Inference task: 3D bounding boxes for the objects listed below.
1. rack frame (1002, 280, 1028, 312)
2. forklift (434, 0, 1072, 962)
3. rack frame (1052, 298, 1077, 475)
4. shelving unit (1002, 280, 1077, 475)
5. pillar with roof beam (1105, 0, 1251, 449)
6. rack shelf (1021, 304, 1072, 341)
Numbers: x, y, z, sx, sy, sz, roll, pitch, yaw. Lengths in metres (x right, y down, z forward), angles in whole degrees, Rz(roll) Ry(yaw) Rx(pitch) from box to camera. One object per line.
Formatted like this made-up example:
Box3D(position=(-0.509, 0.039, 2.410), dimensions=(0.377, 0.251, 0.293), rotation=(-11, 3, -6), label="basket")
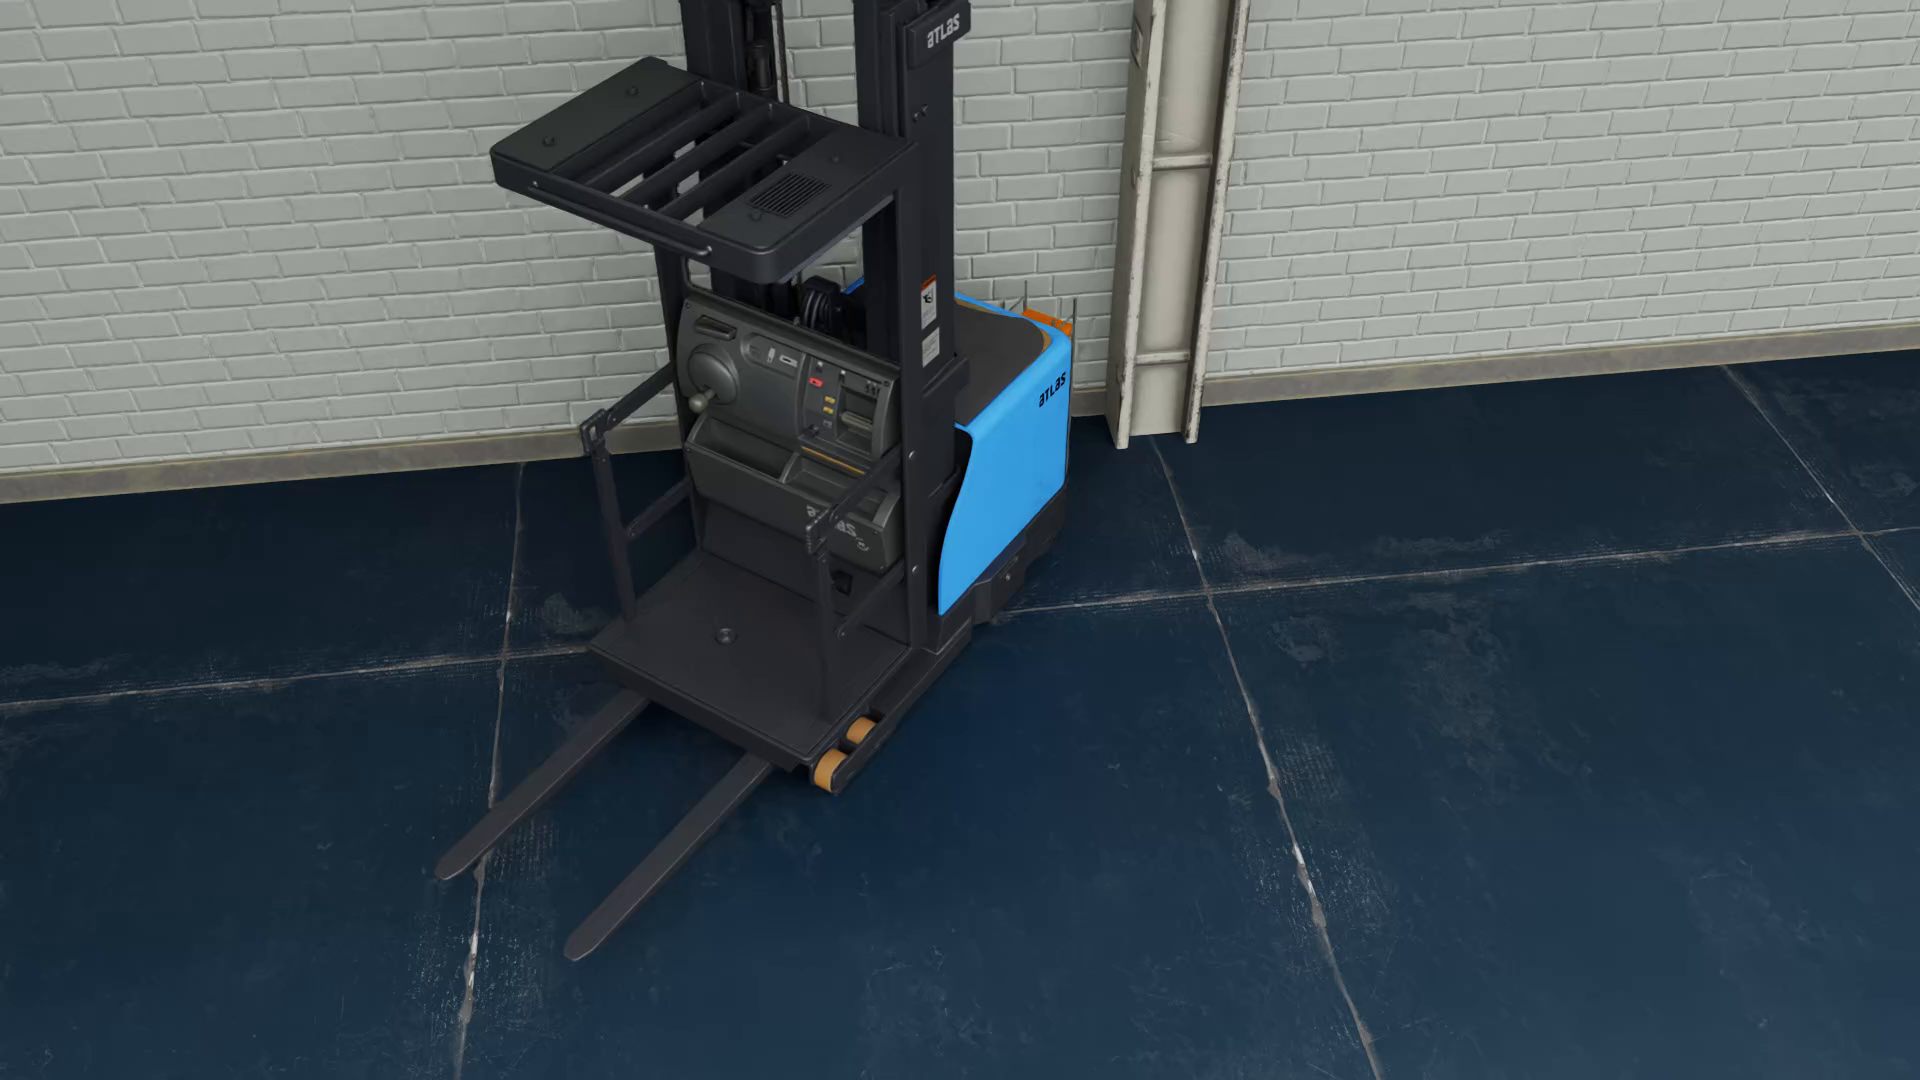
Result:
Box3D(position=(0.234, -0.667, 7.421), dimensions=(0.008, 1.050, 0.200), rotation=(23, 47, 24), label="rack frame")
Box3D(position=(-0.748, -0.484, 5.813), dimensions=(1.130, 2.935, 3.031), rotation=(23, 47, 24), label="forklift")
Box3D(position=(0.439, -0.578, 7.322), dimensions=(0.008, 1.050, 0.200), rotation=(23, 47, 24), label="rack frame")
Box3D(position=(0.336, -0.623, 7.371), dimensions=(0.252, 1.050, 0.215), rotation=(23, 47, 24), label="shelving unit")
Box3D(position=(1.482, -1.037, 1.896), dimensions=(0.400, 9.000, 9.100), rotation=(-5, 42, -6), label="pillar with roof beam")
Box3D(position=(0.336, -0.826, 7.189), dimensions=(0.240, 0.259, 0.215), rotation=(23, 47, 24), label="rack shelf")
